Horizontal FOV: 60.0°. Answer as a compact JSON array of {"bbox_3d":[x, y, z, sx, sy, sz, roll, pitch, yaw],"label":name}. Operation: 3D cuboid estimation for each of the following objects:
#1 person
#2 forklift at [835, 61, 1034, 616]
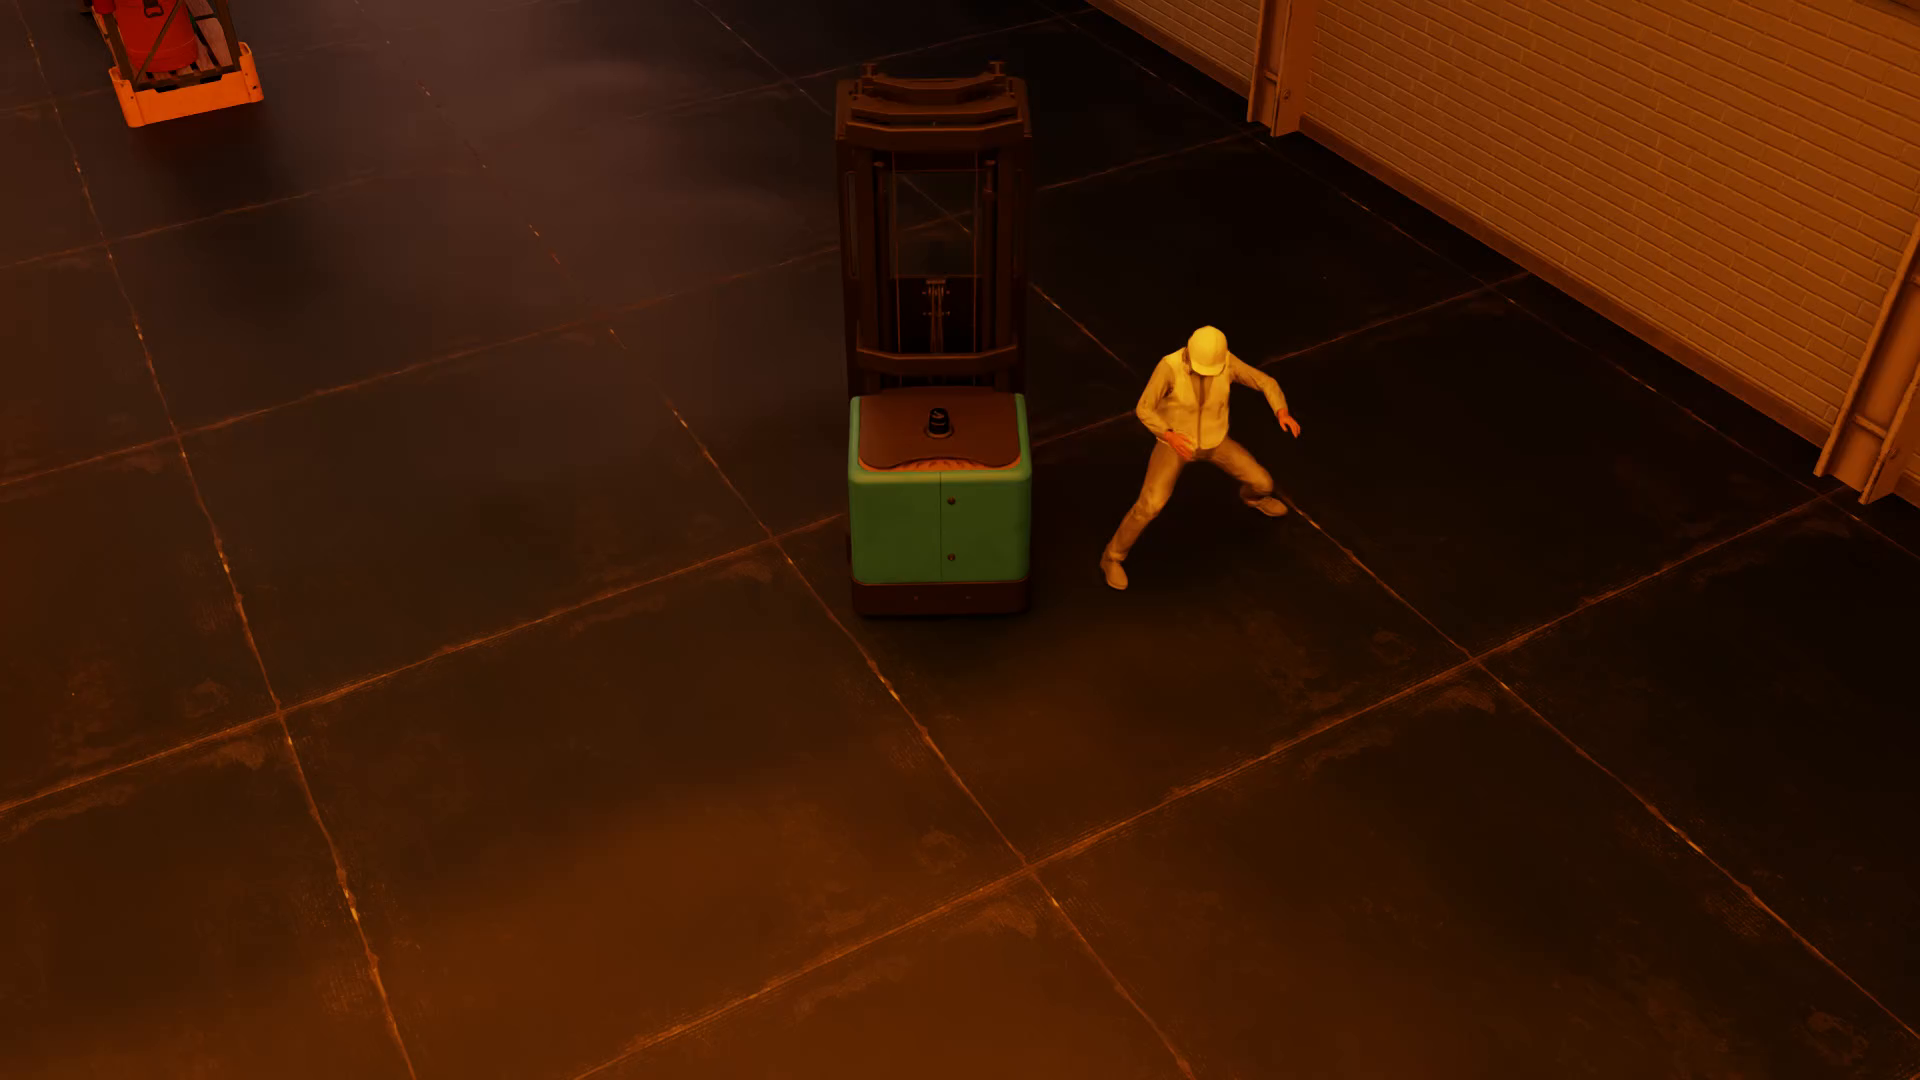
[{"bbox_3d":[1.463,-0.565,9.799,1.271,1.552,0.727,-6,40,-7],"label":"person"},{"bbox_3d":[-0.152,-1.605,9.972,1.130,2.935,3.031,-1,40,-1],"label":"forklift"}]
